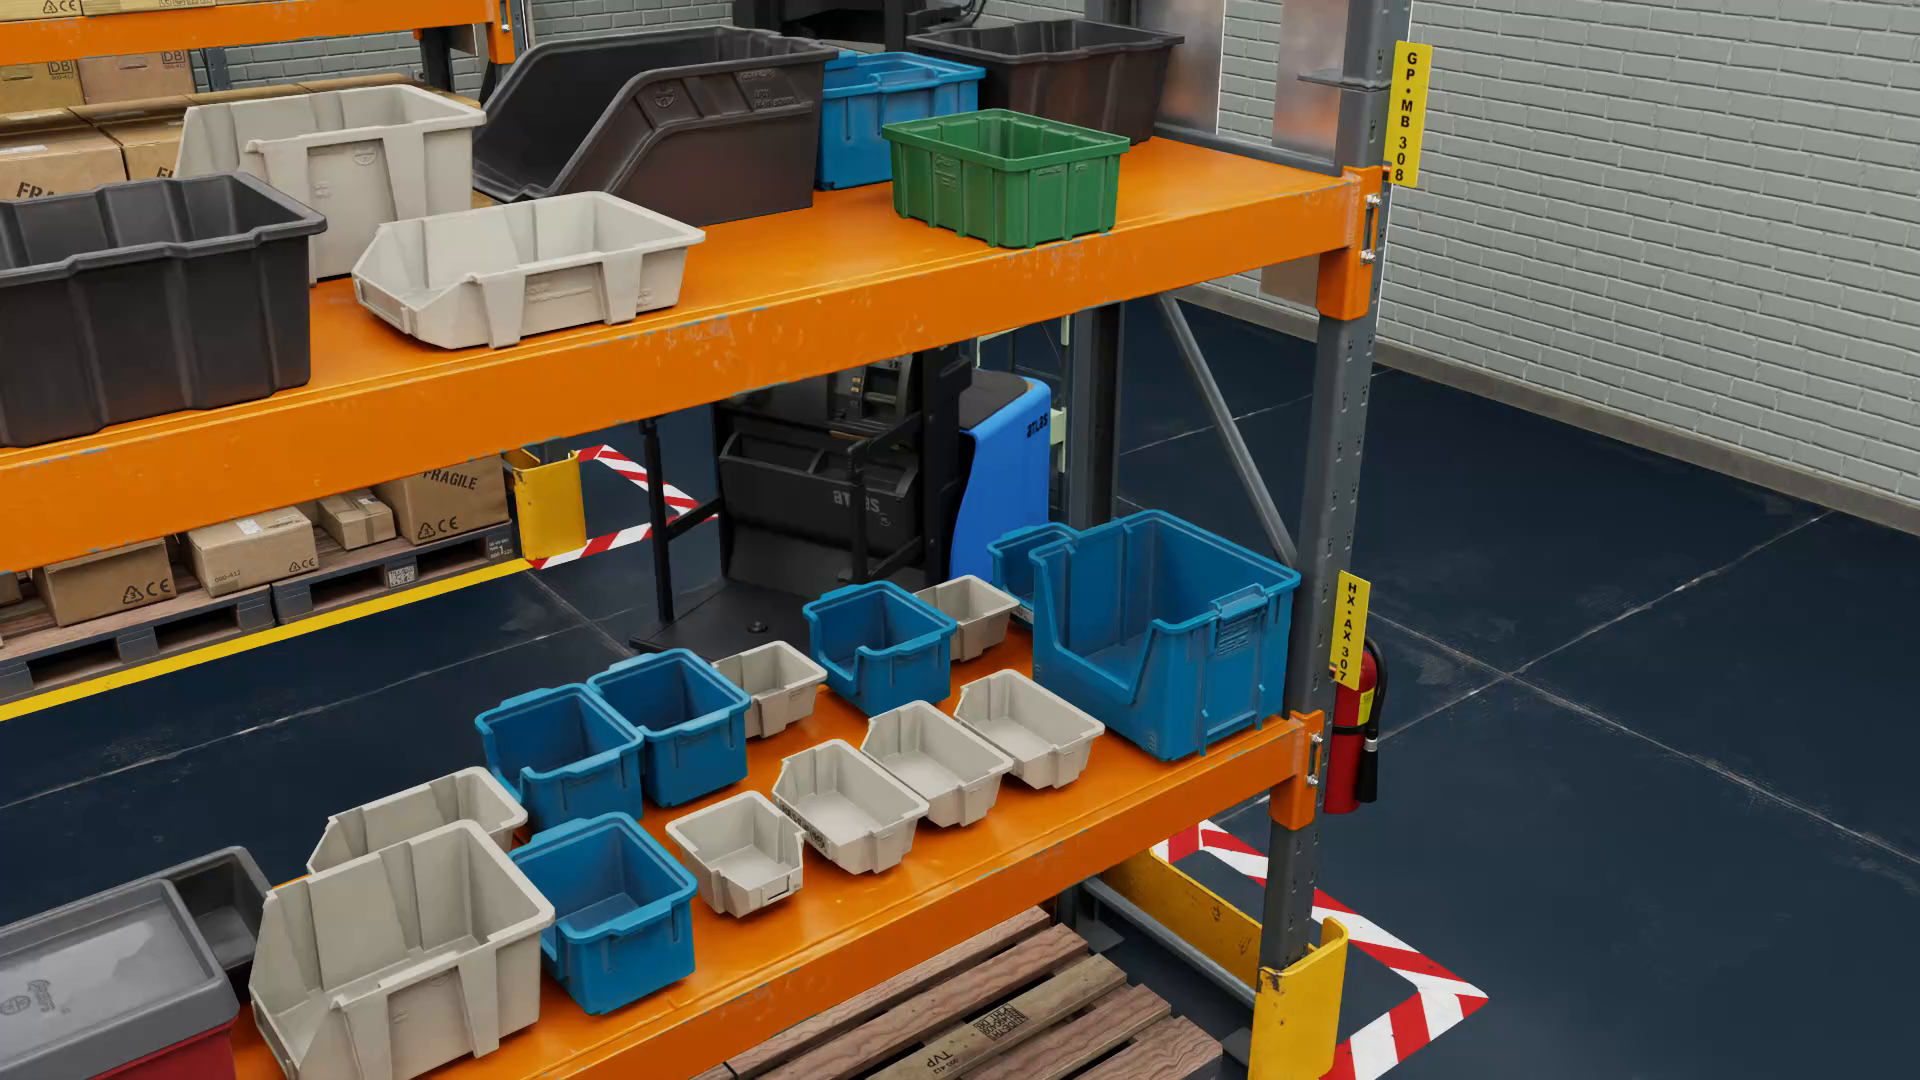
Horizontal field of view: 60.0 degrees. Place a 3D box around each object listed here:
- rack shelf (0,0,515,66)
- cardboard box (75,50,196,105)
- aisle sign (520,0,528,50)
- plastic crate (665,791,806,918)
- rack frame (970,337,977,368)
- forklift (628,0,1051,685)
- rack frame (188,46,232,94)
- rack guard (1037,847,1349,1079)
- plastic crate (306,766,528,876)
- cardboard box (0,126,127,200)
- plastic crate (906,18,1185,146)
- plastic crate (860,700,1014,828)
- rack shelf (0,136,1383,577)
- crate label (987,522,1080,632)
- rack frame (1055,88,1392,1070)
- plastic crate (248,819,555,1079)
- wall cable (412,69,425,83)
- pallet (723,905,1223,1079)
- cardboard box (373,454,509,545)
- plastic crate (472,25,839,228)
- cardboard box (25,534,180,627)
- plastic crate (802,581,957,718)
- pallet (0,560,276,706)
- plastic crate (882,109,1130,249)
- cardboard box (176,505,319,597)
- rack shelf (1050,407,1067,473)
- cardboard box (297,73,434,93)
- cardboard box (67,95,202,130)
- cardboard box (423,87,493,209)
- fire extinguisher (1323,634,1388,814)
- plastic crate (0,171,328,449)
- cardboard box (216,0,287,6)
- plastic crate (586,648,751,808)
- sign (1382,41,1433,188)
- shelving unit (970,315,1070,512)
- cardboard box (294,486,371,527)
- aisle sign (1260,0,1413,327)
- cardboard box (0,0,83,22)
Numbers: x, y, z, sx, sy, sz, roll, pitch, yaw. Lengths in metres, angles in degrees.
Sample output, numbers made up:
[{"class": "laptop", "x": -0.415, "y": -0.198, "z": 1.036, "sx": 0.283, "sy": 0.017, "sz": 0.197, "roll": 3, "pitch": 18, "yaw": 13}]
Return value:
[{"class": "rack shelf", "x": -3.935, "y": -2.016, "z": 6.823, "sx": 4.000, "sy": 0.370, "sz": 1.077, "roll": -18, "pitch": 31, "yaw": -34}, {"class": "cardboard box", "x": -5.816, "y": -3.142, "z": 11.600, "sx": 0.700, "sy": 0.700, "sz": 0.980, "roll": -17, "pitch": 30, "yaw": -32}, {"class": "aisle sign", "x": -2.119, "y": -2.597, "z": 7.695, "sx": 0.004, "sy": 0.787, "sz": 0.394, "roll": -18, "pitch": 31, "yaw": -34}, {"class": "plastic crate", "x": -0.500, "y": 0.738, "z": 3.838, "sx": 0.250, "sy": 0.136, "sz": 0.298, "roll": -18, "pitch": 31, "yaw": -34}, {"class": "rack frame", "x": -0.070, "y": -0.660, "z": 8.389, "sx": 0.400, "sy": 1.500, "sz": 0.023, "roll": 20, "pitch": 32, "yaw": 37}, {"class": "forklift", "x": -0.702, "y": -0.656, "z": 6.683, "sx": 1.130, "sy": 2.935, "sz": 3.031, "roll": 13, "pitch": 28, "yaw": 26}, {"class": "rack frame", "x": -5.421, "y": -3.142, "z": 11.956, "sx": 0.127, "sy": 3.000, "sz": 1.000, "roll": -18, "pitch": 31, "yaw": -34}, {"class": "rack guard", "x": 0.703, "y": 1.264, "z": 5.434, "sx": 0.348, "sy": 0.500, "sz": 1.175, "roll": -18, "pitch": 31, "yaw": -34}, {"class": "plastic crate", "x": -1.271, "y": 0.720, "z": 3.878, "sx": 0.466, "sy": 0.136, "sz": 0.293, "roll": -18, "pitch": 31, "yaw": -34}, {"class": "cardboard box", "x": -3.748, "y": -1.393, "z": 6.881, "sx": 0.500, "sy": 0.500, "sz": 0.500, "roll": -17, "pitch": 30, "yaw": -32}, {"class": "plastic crate", "x": 0.217, "y": -1.153, "z": 4.264, "sx": 0.590, "sy": 0.269, "sz": 0.497, "roll": -18, "pitch": 31, "yaw": -34}, {"class": "plastic crate", "x": -0.075, "y": 0.575, "z": 4.190, "sx": 0.243, "sy": 0.136, "sz": 0.396, "roll": -18, "pitch": 31, "yaw": -34}, {"class": "rack shelf", "x": -0.882, "y": -0.374, "z": 3.285, "sx": 4.000, "sy": 0.370, "sz": 1.077, "roll": -18, "pitch": 31, "yaw": -34}, {"class": "crate label", "x": 0.295, "y": 0.144, "z": 5.004, "sx": 0.303, "sy": 0.233, "sz": 0.416, "roll": -18, "pitch": 31, "yaw": -34}, {"class": "rack frame", "x": 0.692, "y": 0.140, "z": 4.885, "sx": 0.127, "sy": 3.000, "sz": 1.000, "roll": -18, "pitch": 31, "yaw": -34}, {"class": "plastic crate", "x": -1.140, "y": 0.870, "z": 3.381, "sx": 0.530, "sy": 0.282, "sz": 0.437, "roll": -18, "pitch": 31, "yaw": -34}, {"class": "wall cable", "x": -4.997, "y": -4.248, "z": 13.134, "sx": 1.851, "sy": 1.984, "sz": 0.084, "roll": -18, "pitch": 31, "yaw": -34}, {"class": "pallet", "x": 0.019, "y": 1.606, "z": 5.038, "sx": 1.213, "sy": 0.211, "sz": 1.003, "roll": -18, "pitch": 31, "yaw": -34}, {"class": "cardboard box", "x": -2.637, "y": -0.344, "z": 8.376, "sx": 0.500, "sy": 0.500, "sz": 0.500, "roll": -18, "pitch": 31, "yaw": -34}, {"class": "plastic crate", "x": -0.680, "y": -0.886, "z": 3.607, "sx": 0.767, "sy": 0.338, "sz": 0.504, "roll": -18, "pitch": 31, "yaw": -34}, {"class": "cardboard box", "x": -4.034, "y": -0.019, "z": 7.672, "sx": 0.637, "sy": 0.503, "sz": 0.797, "roll": -18, "pitch": 31, "yaw": -34}, {"class": "plastic crate", "x": -0.223, "y": 0.315, "z": 4.636, "sx": 0.300, "sy": 0.233, "sz": 0.416, "roll": -18, "pitch": 31, "yaw": -34}, {"class": "pallet", "x": -4.007, "y": 0.306, "z": 7.841, "sx": 1.213, "sy": 0.211, "sz": 1.003, "roll": -18, "pitch": 31, "yaw": -34}, {"class": "plastic crate", "x": 0.092, "y": -0.773, "z": 3.542, "sx": 0.336, "sy": 0.188, "sz": 0.450, "roll": -18, "pitch": 31, "yaw": -34}, {"class": "cardboard box", "x": -3.403, "y": 0.006, "z": 7.918, "sx": 0.500, "sy": 0.250, "sz": 0.500, "roll": -18, "pitch": 31, "yaw": -34}, {"class": "rack shelf", "x": 0.173, "y": -0.479, "z": 8.775, "sx": 0.431, "sy": 0.370, "sz": 0.720, "roll": 20, "pitch": 32, "yaw": 37}, {"class": "cardboard box", "x": -2.873, "y": -1.973, "z": 8.131, "sx": 0.500, "sy": 0.500, "sz": 0.500, "roll": -17, "pitch": 30, "yaw": -33}, {"class": "cardboard box", "x": -3.677, "y": -1.706, "z": 7.556, "sx": 0.500, "sy": 0.500, "sz": 0.500, "roll": -18, "pitch": 30, "yaw": -33}, {"class": "cardboard box", "x": -2.542, "y": -1.794, "z": 7.745, "sx": 0.500, "sy": 0.500, "sz": 0.500, "roll": -19, "pitch": 31, "yaw": -34}, {"class": "fire extinguisher", "x": 1.091, "y": 0.456, "z": 4.739, "sx": 0.183, "sy": 0.674, "sz": 0.296, "roll": -18, "pitch": 31, "yaw": -34}, {"class": "plastic crate", "x": -1.309, "y": -0.354, "z": 2.541, "sx": 0.590, "sy": 0.269, "sz": 0.497, "roll": -18, "pitch": 31, "yaw": -34}, {"class": "cardboard box", "x": -3.003, "y": -2.447, "z": 7.075, "sx": 0.500, "sy": 0.250, "sz": 0.500, "roll": -18, "pitch": 31, "yaw": -34}, {"class": "plastic crate", "x": -0.741, "y": 0.486, "z": 4.267, "sx": 0.300, "sy": 0.233, "sz": 0.416, "roll": -18, "pitch": 31, "yaw": -34}, {"class": "sign", "x": 1.045, "y": -0.995, "z": 3.892, "sx": 0.005, "sy": 0.325, "sz": 0.100, "roll": -18, "pitch": 31, "yaw": -34}, {"class": "shelving unit", "x": 0.173, "y": -0.775, "z": 8.638, "sx": 0.431, "sy": 1.500, "sz": 0.755, "roll": 20, "pitch": 32, "yaw": 37}, {"class": "cardboard box", "x": -3.358, "y": -0.277, "z": 8.527, "sx": 0.500, "sy": 0.250, "sz": 0.500, "roll": -18, "pitch": 31, "yaw": -34}, {"class": "aisle sign", "x": 0.930, "y": -0.961, "z": 4.169, "sx": 0.004, "sy": 0.787, "sz": 0.394, "roll": -18, "pitch": 31, "yaw": -34}, {"class": "cardboard box", "x": -3.792, "y": -2.188, "z": 6.517, "sx": 0.500, "sy": 0.250, "sz": 0.500, "roll": -18, "pitch": 31, "yaw": -34}]
